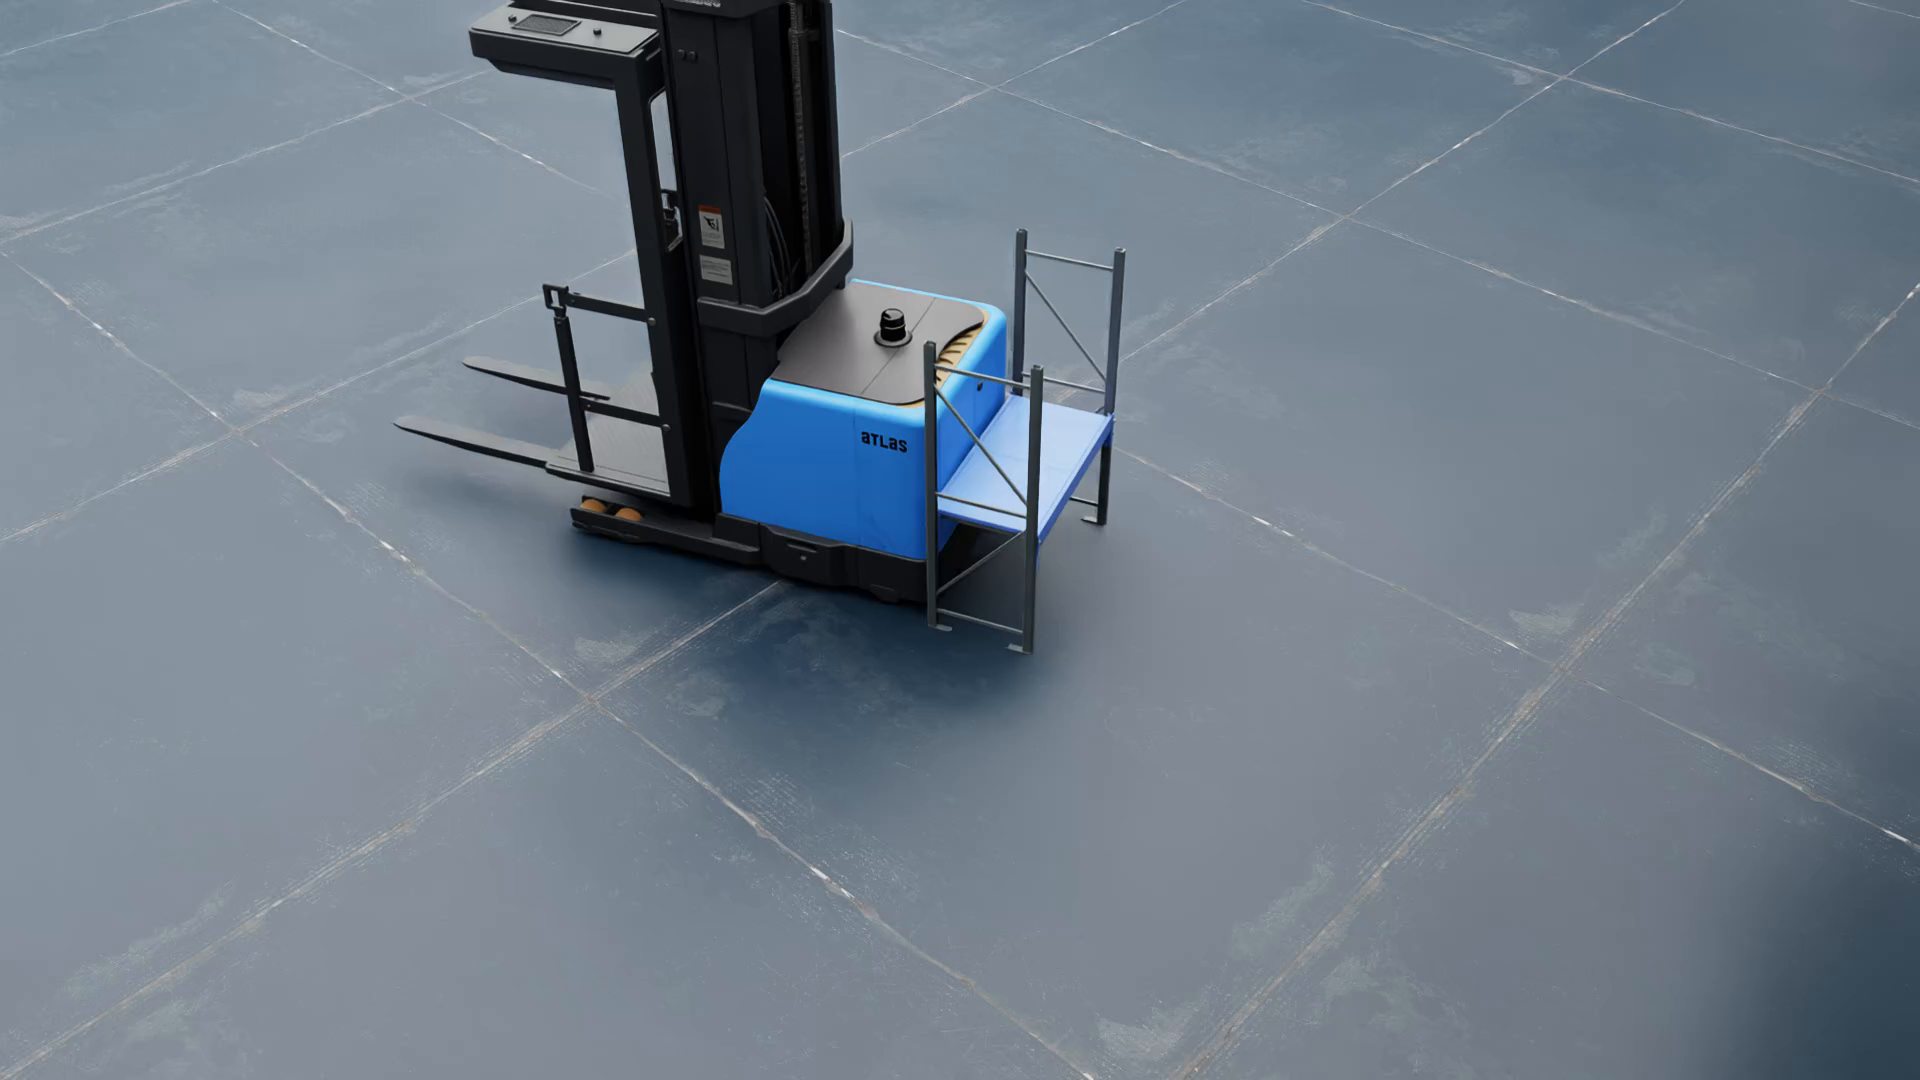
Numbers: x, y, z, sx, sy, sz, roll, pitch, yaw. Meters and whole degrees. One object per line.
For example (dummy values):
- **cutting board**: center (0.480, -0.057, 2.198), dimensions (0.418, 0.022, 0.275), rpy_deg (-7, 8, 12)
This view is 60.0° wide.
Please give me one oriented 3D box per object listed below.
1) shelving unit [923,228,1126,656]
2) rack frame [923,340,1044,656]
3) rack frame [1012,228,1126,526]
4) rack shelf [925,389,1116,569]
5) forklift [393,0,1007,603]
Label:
- **shelving unit**: center (0.286, -0.434, 7.374), dimensions (0.538, 1.500, 1.048), rpy_deg (15, 41, 18)
- **rack frame**: center (0.090, -0.142, 7.007), dimensions (0.500, 1.500, 0.032), rpy_deg (15, 41, 18)
- **rack frame**: center (0.483, -0.725, 7.741), dimensions (0.500, 1.500, 0.032), rpy_deg (15, 41, 18)
- **rack shelf**: center (0.286, -0.293, 7.486), dimensions (0.538, 0.185, 1.000), rpy_deg (15, 41, 18)
- **forklift**: center (-1.341, -1.426, 7.472), dimensions (3.031, 2.935, 1.130), rpy_deg (13, 40, 16)
